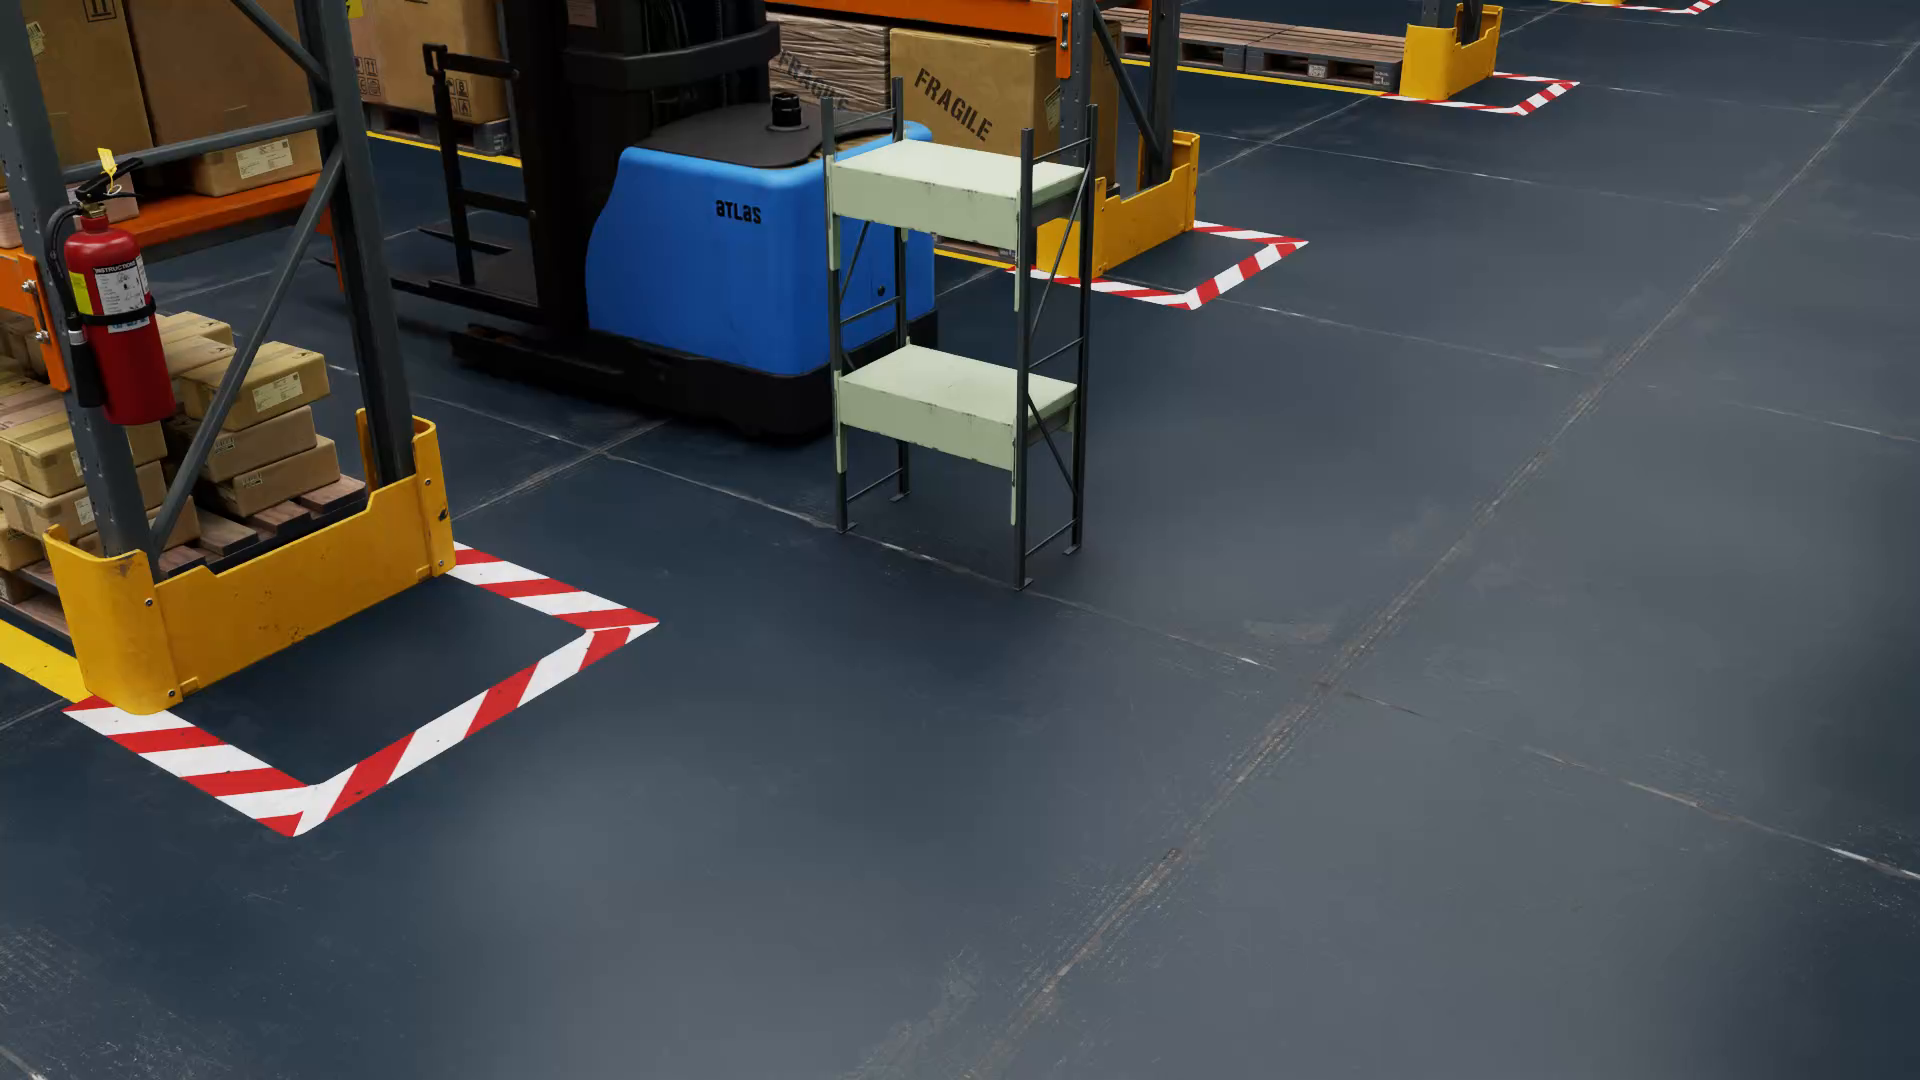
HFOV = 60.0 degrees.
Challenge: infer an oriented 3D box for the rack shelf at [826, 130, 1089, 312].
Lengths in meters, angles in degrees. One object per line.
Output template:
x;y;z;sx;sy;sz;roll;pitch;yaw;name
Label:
-0.006;-1.018;5.236;0.720;0.370;0.431;17;32;30;rack shelf

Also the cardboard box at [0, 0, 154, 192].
-2.592;-1.262;4.484;0.500;0.500;0.500;18;32;31;cardboard box

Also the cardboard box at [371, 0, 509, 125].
-3.021;-3.318;10.842;0.875;0.875;1.225;17;32;30;cardboard box

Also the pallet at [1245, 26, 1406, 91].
2.962;-3.729;12.845;1.213;0.211;1.003;17;32;30;pallet

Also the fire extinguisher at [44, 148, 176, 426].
-2.130;-0.628;4.172;0.183;0.674;0.296;17;32;30;fire extinguisher

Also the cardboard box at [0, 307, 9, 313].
-3.412;-0.839;6.116;0.250;0.149;0.380;18;32;31;cardboard box

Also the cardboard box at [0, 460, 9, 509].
-2.858;-0.231;5.248;0.250;0.149;0.380;16;31;29;cardboard box

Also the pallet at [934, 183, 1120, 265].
0.112;-1.827;9.107;1.213;0.211;1.003;17;32;30;pallet

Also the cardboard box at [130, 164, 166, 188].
-2.391;-1.209;5.096;0.250;0.149;0.380;19;32;32;cardboard box

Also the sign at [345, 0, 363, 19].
-1.769;-1.654;4.739;0.005;0.325;0.100;17;32;30;sign

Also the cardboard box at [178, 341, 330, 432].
-2.316;-0.509;5.467;0.250;0.149;0.380;16;31;28;cardboard box

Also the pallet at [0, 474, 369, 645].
-2.788;-0.064;5.643;1.213;0.211;1.003;17;32;30;pallet

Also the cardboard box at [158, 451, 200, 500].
-2.589;-0.273;5.659;0.250;0.149;0.380;17;32;30;cardboard box

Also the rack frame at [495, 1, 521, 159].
-2.482;-3.921;10.147;0.127;3.000;1.000;17;32;30;rack frame

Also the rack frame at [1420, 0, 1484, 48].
3.620;-4.745;11.768;0.127;3.000;1.000;17;32;30;rack frame

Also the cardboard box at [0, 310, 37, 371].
-3.221;-0.755;5.950;0.250;0.149;0.380;19;32;32;cardboard box

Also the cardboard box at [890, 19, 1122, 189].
0.243;-2.268;8.780;0.875;0.875;0.875;17;32;30;cardboard box

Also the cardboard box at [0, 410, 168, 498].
-2.656;-0.288;5.034;0.250;0.149;0.380;18;32;31;cardboard box

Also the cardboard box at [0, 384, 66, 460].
-2.831;-0.374;5.203;0.250;0.149;0.380;18;32;31;cardboard box

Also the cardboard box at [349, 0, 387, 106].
-3.758;-3.547;11.293;0.875;0.875;1.225;16;31;29;cardboard box

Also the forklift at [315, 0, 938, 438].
-1.608;-2.199;6.839;3.031;2.935;1.130;16;31;29;forklift

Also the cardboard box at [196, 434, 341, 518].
-2.327;-0.236;5.587;0.250;0.149;0.380;18;32;31;cardboard box

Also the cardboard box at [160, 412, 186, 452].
-2.556;-0.437;5.653;0.250;0.149;0.380;17;32;30;cardboard box

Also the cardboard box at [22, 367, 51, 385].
-3.231;-0.605;5.985;0.250;0.149;0.380;16;31;28;cardboard box

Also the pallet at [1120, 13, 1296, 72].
1.960;-4.043;13.461;1.213;0.211;1.003;17;32;30;pallet

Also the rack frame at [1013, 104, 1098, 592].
0.296;-0.576;5.229;0.023;1.500;0.400;17;32;30;rack frame

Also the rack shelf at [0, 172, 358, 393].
-3.725;-1.258;5.709;4.000;0.370;1.077;17;32;30;rack shelf

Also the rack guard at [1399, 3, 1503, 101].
3.647;-3.630;12.332;0.348;0.500;1.175;17;32;30;rack guard

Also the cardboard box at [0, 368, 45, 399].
-3.116;-0.393;5.240;0.250;0.149;0.380;17;31;29;cardboard box

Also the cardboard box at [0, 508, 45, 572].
-2.897;-0.067;5.255;0.250;0.149;0.380;18;32;32;cardboard box

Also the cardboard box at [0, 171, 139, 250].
-2.505;-0.931;4.550;0.250;0.149;0.380;17;32;30;cardboard box

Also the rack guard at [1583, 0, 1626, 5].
6.365;-5.502;16.010;0.348;0.500;1.175;17;32;30;rack guard

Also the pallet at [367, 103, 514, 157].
-3.160;-2.848;11.114;1.213;0.211;1.003;17;32;30;pallet

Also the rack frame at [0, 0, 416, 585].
-2.076;-1.065;4.536;0.127;3.000;1.000;17;32;30;rack frame

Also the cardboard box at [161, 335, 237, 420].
-2.611;-0.535;5.517;0.250;0.149;0.380;18;32;31;cardboard box

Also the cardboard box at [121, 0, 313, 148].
-2.290;-1.461;4.876;0.500;0.500;0.500;19;33;33;cardboard box

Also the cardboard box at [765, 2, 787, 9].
-1.241;-2.731;9.688;0.875;0.875;0.875;17;32;30;cardboard box

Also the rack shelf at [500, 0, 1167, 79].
-0.833;-3.087;9.301;4.000;0.370;1.077;17;32;30;rack shelf

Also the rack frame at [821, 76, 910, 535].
-0.307;-0.764;5.598;0.023;1.500;0.400;17;32;30;rack frame

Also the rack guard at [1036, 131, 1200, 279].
0.835;-1.774;8.684;0.348;0.500;1.175;17;32;30;rack guard

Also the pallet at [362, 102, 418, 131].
-4.170;-3.161;11.729;1.213;0.211;1.003;17;32;30;pallet

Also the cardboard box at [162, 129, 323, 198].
-2.158;-1.159;4.998;0.250;0.149;0.380;17;32;30;cardboard box

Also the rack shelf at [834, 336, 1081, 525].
-0.006;-0.380;5.561;0.720;0.370;0.431;17;32;30;rack shelf

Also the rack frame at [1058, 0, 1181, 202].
0.815;-2.894;8.129;0.127;3.000;1.000;17;32;30;rack frame

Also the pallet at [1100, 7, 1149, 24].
0.951;-4.356;14.076;1.213;0.211;1.003;17;32;30;pallet

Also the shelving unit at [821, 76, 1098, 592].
-0.006;-0.670;5.413;0.755;1.500;0.431;17;32;30;shelving unit

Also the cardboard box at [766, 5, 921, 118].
-0.508;-2.502;9.239;0.875;0.875;0.875;17;32;30;cardboard box

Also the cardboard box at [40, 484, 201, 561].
-2.628;-0.039;5.200;0.250;0.149;0.380;18;32;31;cardboard box

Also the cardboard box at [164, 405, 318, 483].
-2.363;-0.345;5.473;0.250;0.149;0.380;19;32;32;cardboard box

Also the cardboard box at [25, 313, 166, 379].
-2.997;-0.680;5.803;0.250;0.149;0.380;16;31;28;cardboard box

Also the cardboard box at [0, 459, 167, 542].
-2.673;-0.143;5.077;0.250;0.149;0.380;16;31;29;cardboard box

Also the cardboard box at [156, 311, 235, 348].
-2.746;-0.647;5.739;0.250;0.149;0.380;17;32;30;cardboard box

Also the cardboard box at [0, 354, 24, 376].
-3.294;-0.484;5.417;0.250;0.149;0.380;16;31;28;cardboard box

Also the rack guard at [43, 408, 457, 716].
-2.139;0.029;5.142;0.348;0.500;1.175;17;32;30;rack guard
